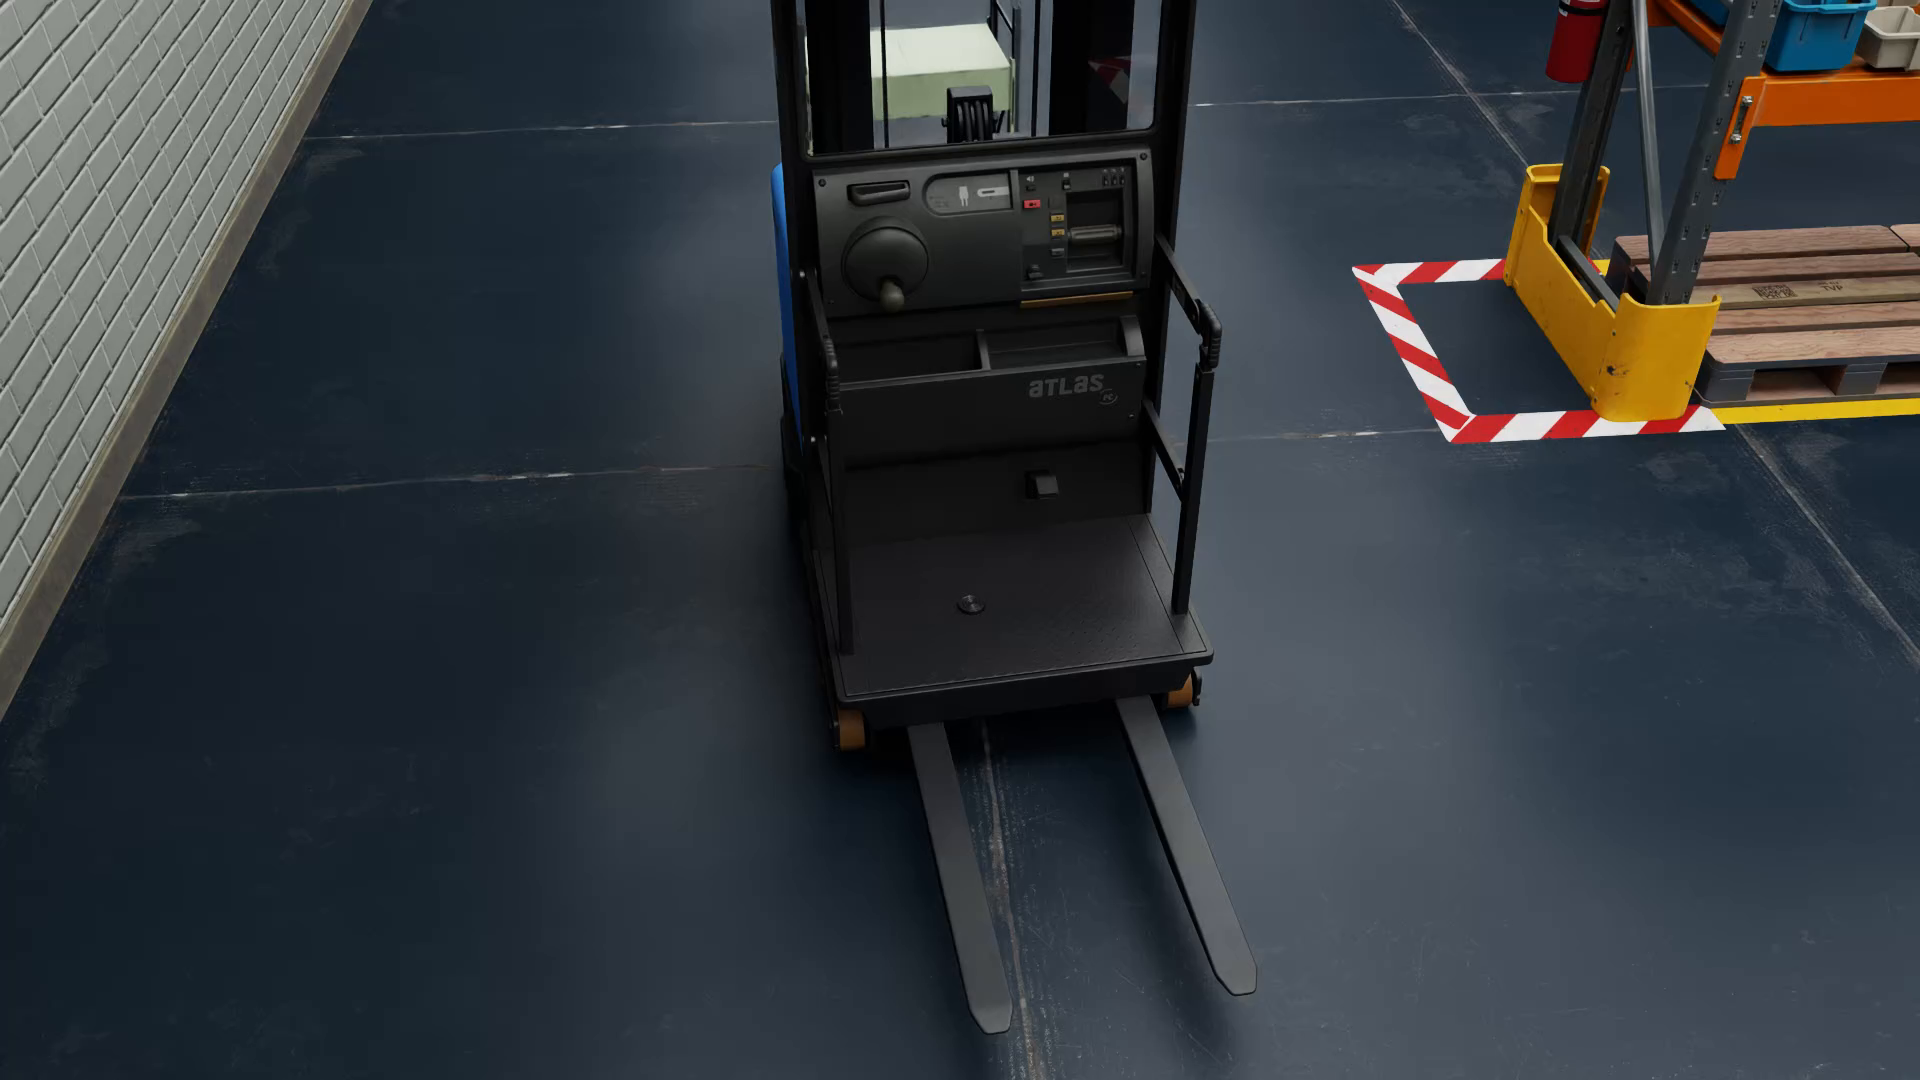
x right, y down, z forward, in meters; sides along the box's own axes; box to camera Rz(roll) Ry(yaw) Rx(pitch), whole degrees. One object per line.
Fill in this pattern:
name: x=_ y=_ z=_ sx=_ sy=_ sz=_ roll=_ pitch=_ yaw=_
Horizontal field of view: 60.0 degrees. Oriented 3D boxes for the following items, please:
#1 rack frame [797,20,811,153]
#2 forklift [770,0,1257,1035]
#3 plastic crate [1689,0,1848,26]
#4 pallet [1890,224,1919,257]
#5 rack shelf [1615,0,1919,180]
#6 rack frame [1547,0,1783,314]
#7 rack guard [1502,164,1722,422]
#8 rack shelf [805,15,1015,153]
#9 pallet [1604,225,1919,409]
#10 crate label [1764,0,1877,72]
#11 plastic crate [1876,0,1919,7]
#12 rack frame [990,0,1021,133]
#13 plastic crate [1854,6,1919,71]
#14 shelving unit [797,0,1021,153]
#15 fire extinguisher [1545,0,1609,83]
rack frame: x=-0.562 y=-1.236 z=6.106 sx=0.023 sy=1.500 sz=0.400 roll=-7 pitch=39 yaw=-9
forklift: x=0.112 y=-0.771 z=4.361 sx=1.130 sy=2.935 sz=3.031 roll=-7 pitch=39 yaw=-8
plastic crate: x=2.901 y=-2.171 z=6.004 sx=0.499 sy=0.435 sz=0.616 roll=-3 pitch=38 yaw=-4
pallet: x=4.621 y=-0.992 z=6.837 sx=1.213 sy=0.211 sz=1.003 roll=-3 pitch=38 yaw=-4
rack shelf: x=4.576 y=-1.828 z=6.226 sx=4.000 sy=0.370 sz=1.077 roll=-3 pitch=38 yaw=-4
rack frame: x=2.584 y=-2.000 z=5.864 sx=0.127 sy=3.000 sz=1.000 roll=-3 pitch=38 yaw=-4
rack guard: x=2.561 y=-1.010 z=6.626 sx=0.348 sy=0.500 sz=1.175 roll=-3 pitch=38 yaw=-4
rack shelf: x=-0.203 y=-1.586 z=5.919 sx=0.720 sy=0.370 sz=0.431 roll=-7 pitch=39 yaw=-9
pallet: x=3.409 y=-0.927 z=6.755 sx=1.213 sy=0.211 sz=1.003 roll=-3 pitch=38 yaw=-4
crate label: x=2.859 y=-1.769 z=5.657 sx=0.303 sy=0.233 sz=0.416 roll=-3 pitch=38 yaw=-4
plastic crate: x=3.380 y=-2.077 z=6.125 sx=0.243 sy=0.136 sz=0.396 roll=-3 pitch=38 yaw=-4
rack frame: x=0.156 y=-1.323 z=6.216 sx=0.023 sy=1.500 sz=0.400 roll=-7 pitch=39 yaw=-9
plastic crate: x=3.186 y=-1.697 z=5.644 sx=0.298 sy=0.136 sz=0.250 roll=-3 pitch=38 yaw=-4
shelving unit: x=-0.203 y=-1.280 z=6.161 sx=0.755 sy=1.500 sz=0.431 roll=-7 pitch=39 yaw=-9
fire extinguisher: x=2.393 y=-2.096 z=6.348 sx=0.183 sy=0.674 sz=0.296 roll=-3 pitch=38 yaw=-4
